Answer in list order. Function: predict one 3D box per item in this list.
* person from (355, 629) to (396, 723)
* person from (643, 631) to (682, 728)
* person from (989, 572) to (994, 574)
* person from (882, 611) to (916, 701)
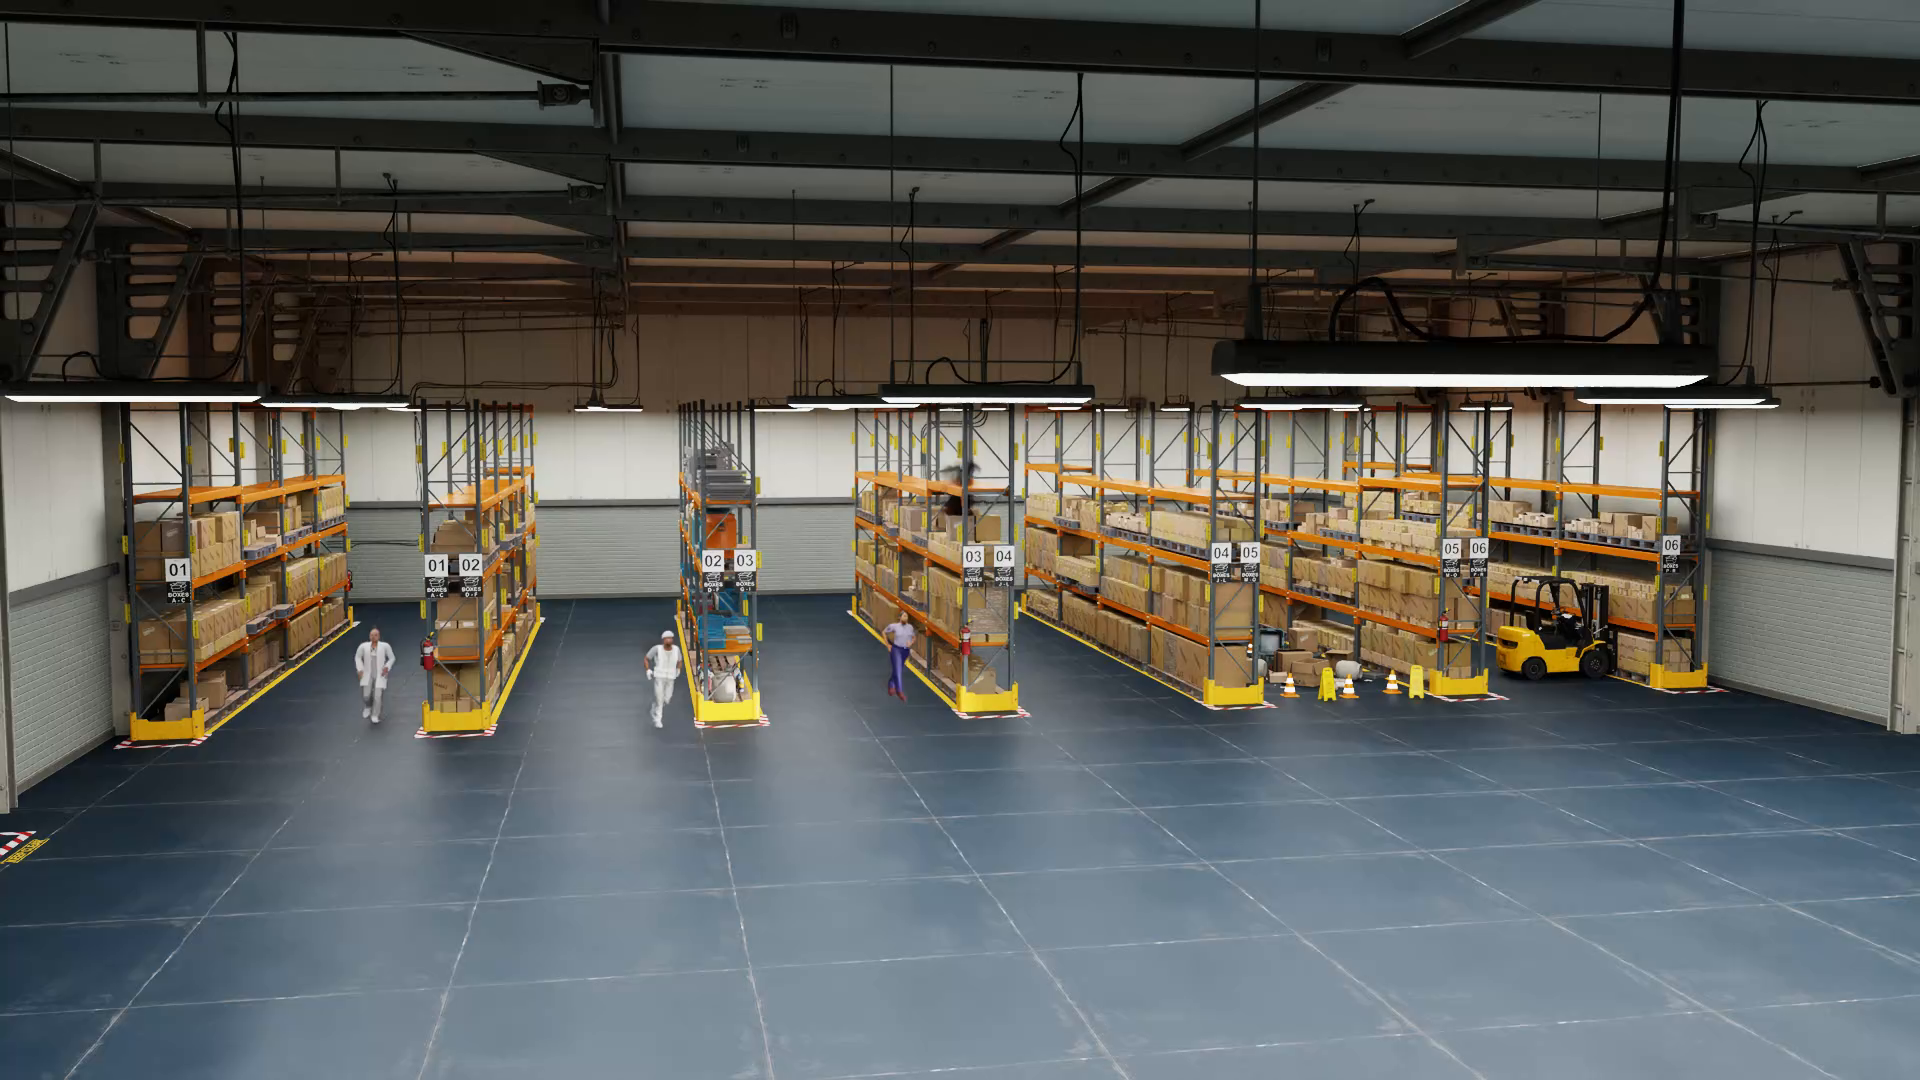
[{"bbox_3d":[-10.889,2.524,30.978,0.718,1.736,0.614,-1,4,-16],"label":"person"},{"bbox_3d":[-5.484,2.546,30.789,0.725,1.741,0.776,-2,5,-29],"label":"person"},{"bbox_3d":[0.658,1.227,48.135,0.765,1.778,0.954,1,4,7],"label":"person"},{"bbox_3d":[-1.147,2.218,32.183,0.641,1.673,0.867,-3,5,-32],"label":"person"}]
